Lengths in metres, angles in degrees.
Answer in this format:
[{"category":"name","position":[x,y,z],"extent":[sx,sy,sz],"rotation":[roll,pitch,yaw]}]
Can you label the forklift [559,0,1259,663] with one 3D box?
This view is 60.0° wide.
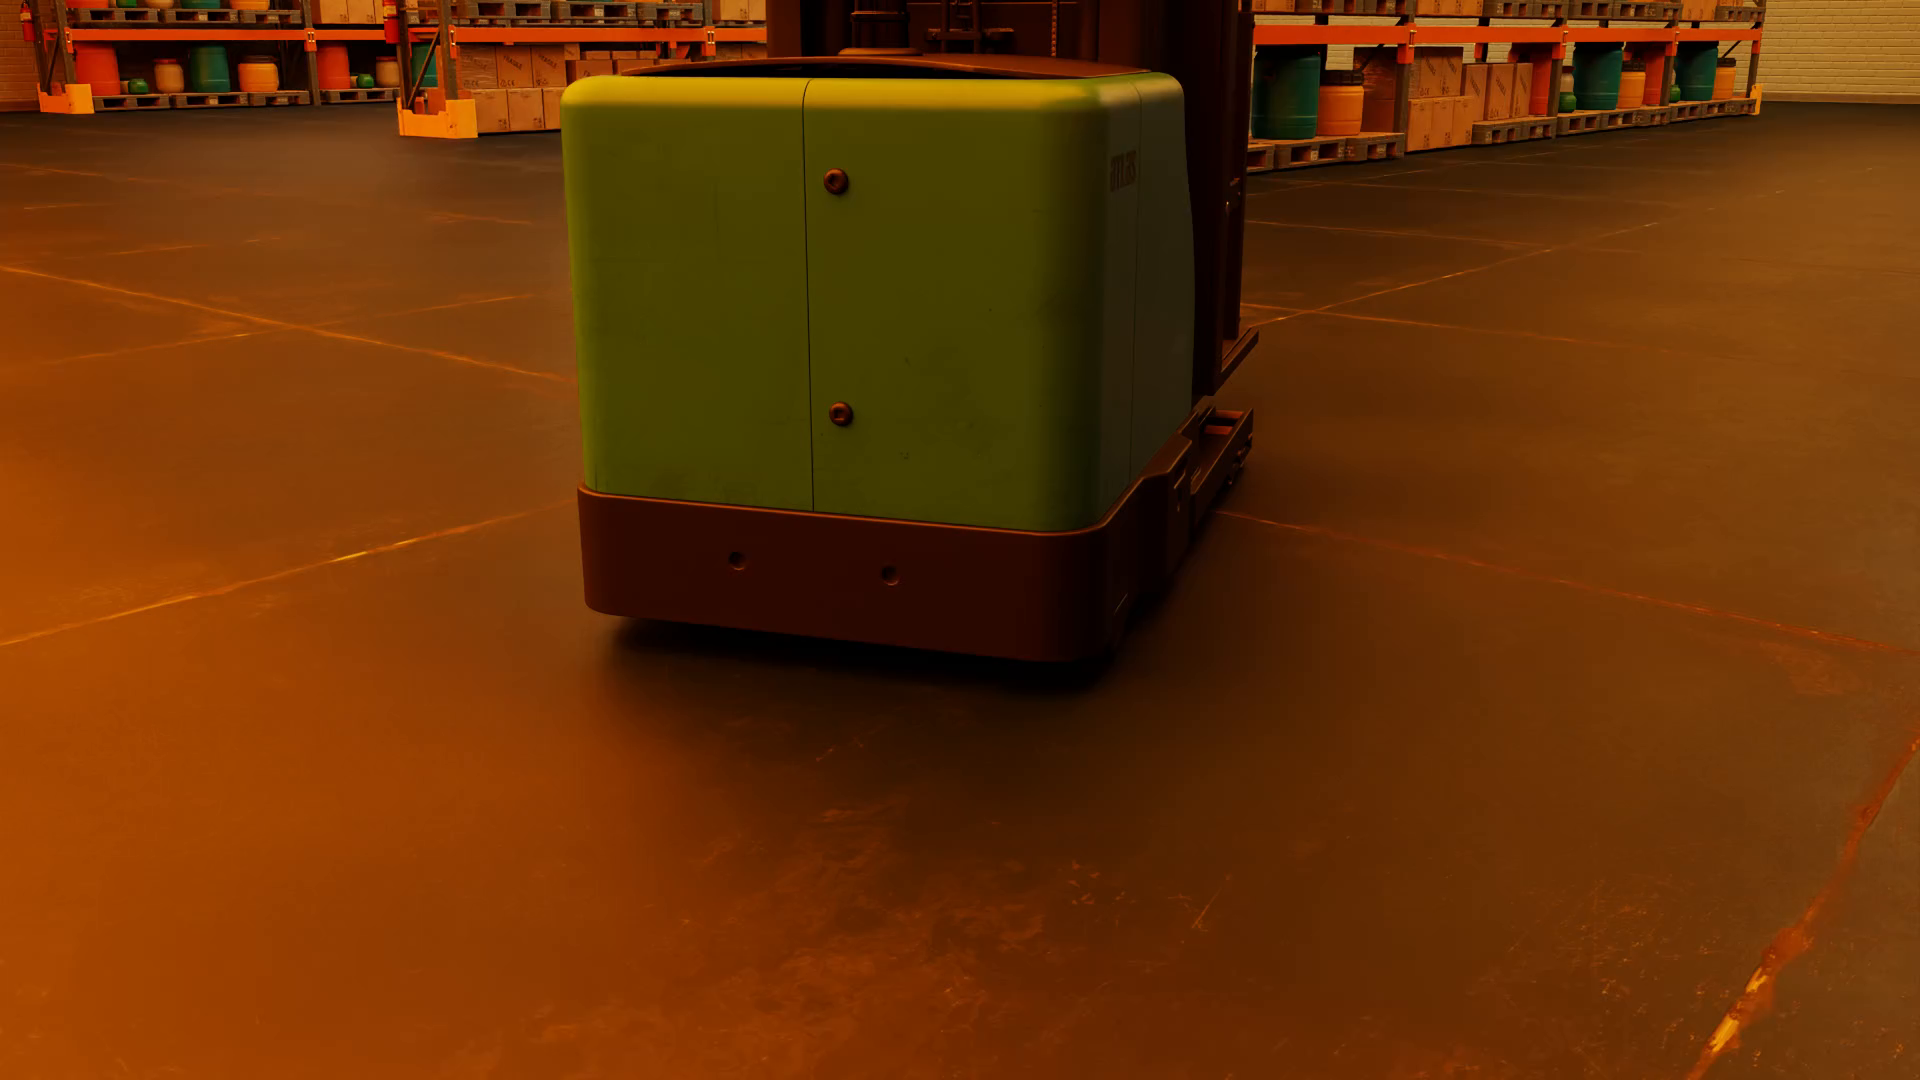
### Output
[{"category":"forklift","position":[0.182,-1.571,4.072],"extent":[1.130,2.935,3.031],"rotation":[5,18,17]}]
